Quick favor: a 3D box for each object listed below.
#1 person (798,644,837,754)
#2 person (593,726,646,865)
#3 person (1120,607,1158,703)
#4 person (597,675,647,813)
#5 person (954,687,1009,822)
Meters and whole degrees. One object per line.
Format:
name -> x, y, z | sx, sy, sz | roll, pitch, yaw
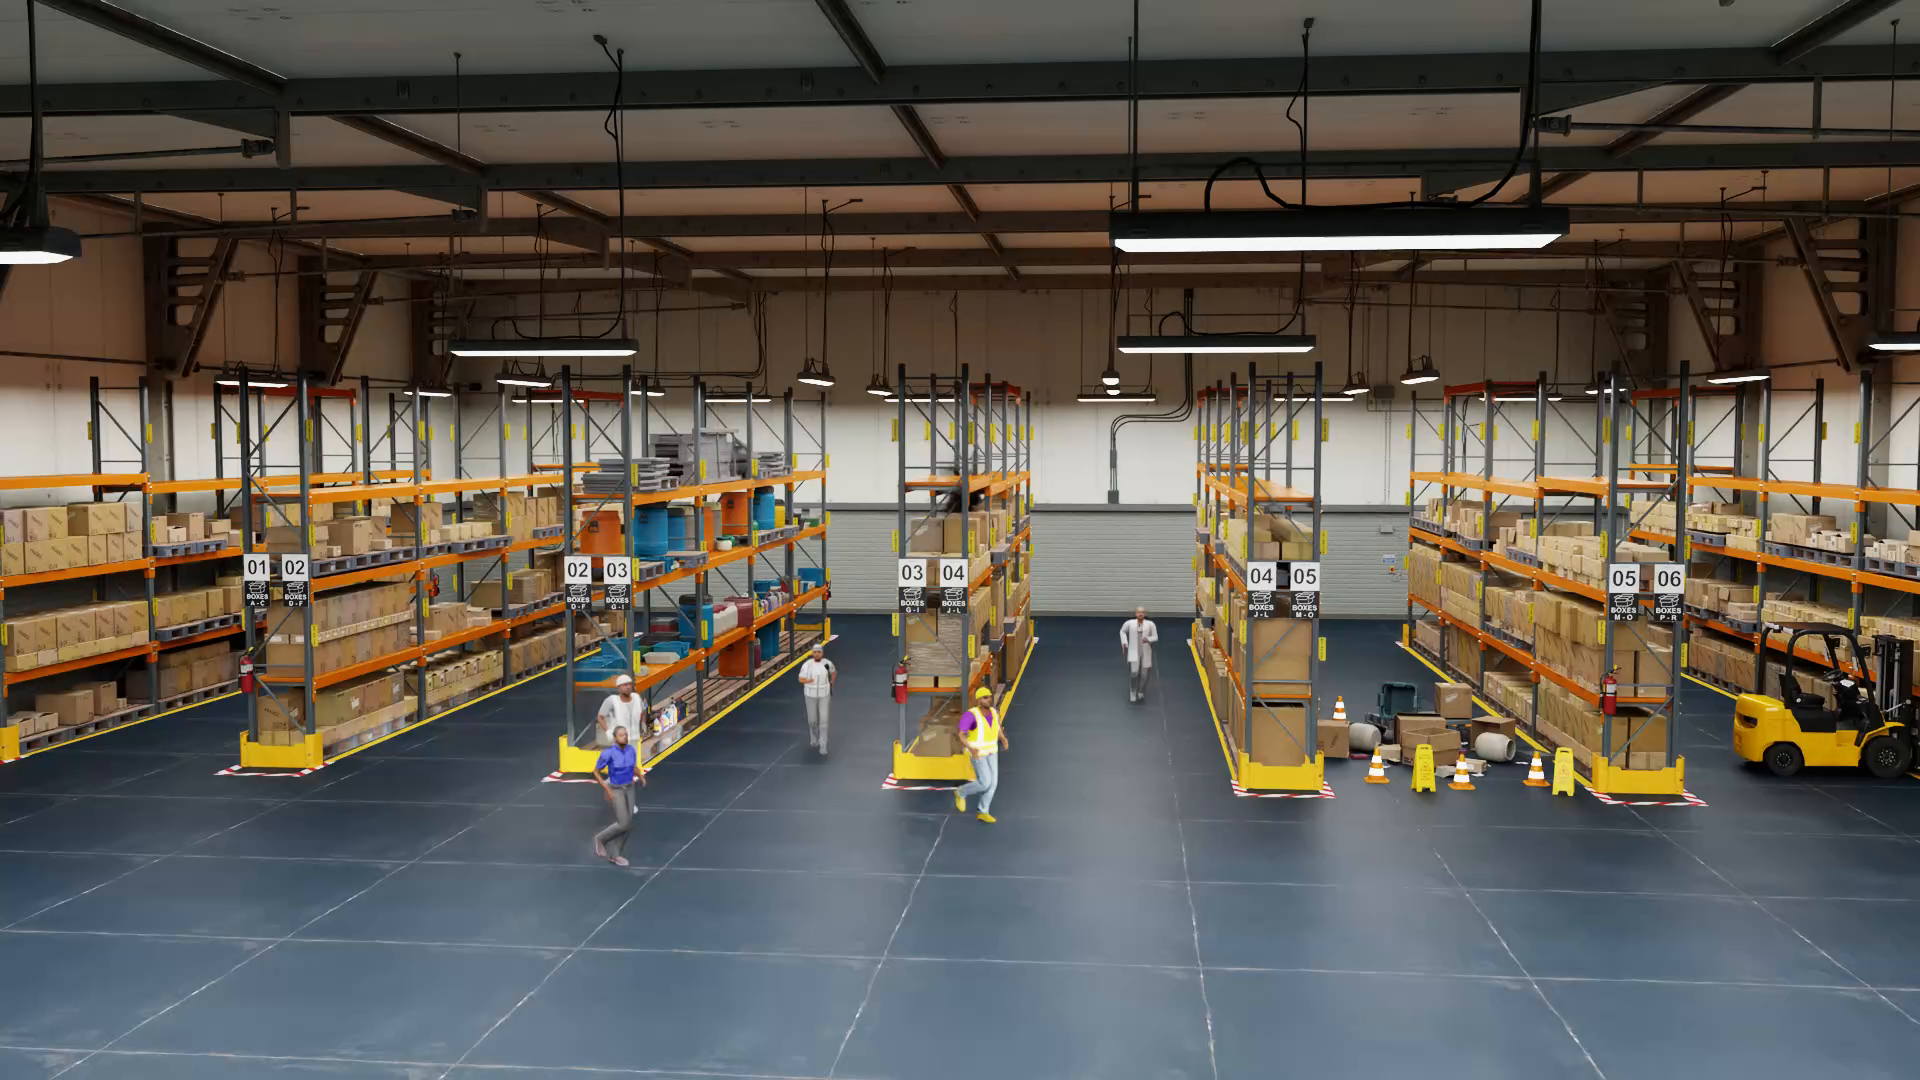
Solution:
person -> -2.234, 2.463, 26.111 | 0.602, 1.663, 0.913 | 0, 4, -5
person -> -3.923, 2.961, 19.315 | 0.578, 1.624, 0.567 | 3, 5, 38
person -> 3.342, 2.244, 30.966 | 0.683, 1.563, 0.748 | 0, 4, 1
person -> -4.507, 2.686, 22.240 | 0.665, 1.808, 0.859 | -4, 5, -44
person -> 0.281, 2.762, 21.562 | 0.693, 1.737, 0.635 | -3, 5, -43
